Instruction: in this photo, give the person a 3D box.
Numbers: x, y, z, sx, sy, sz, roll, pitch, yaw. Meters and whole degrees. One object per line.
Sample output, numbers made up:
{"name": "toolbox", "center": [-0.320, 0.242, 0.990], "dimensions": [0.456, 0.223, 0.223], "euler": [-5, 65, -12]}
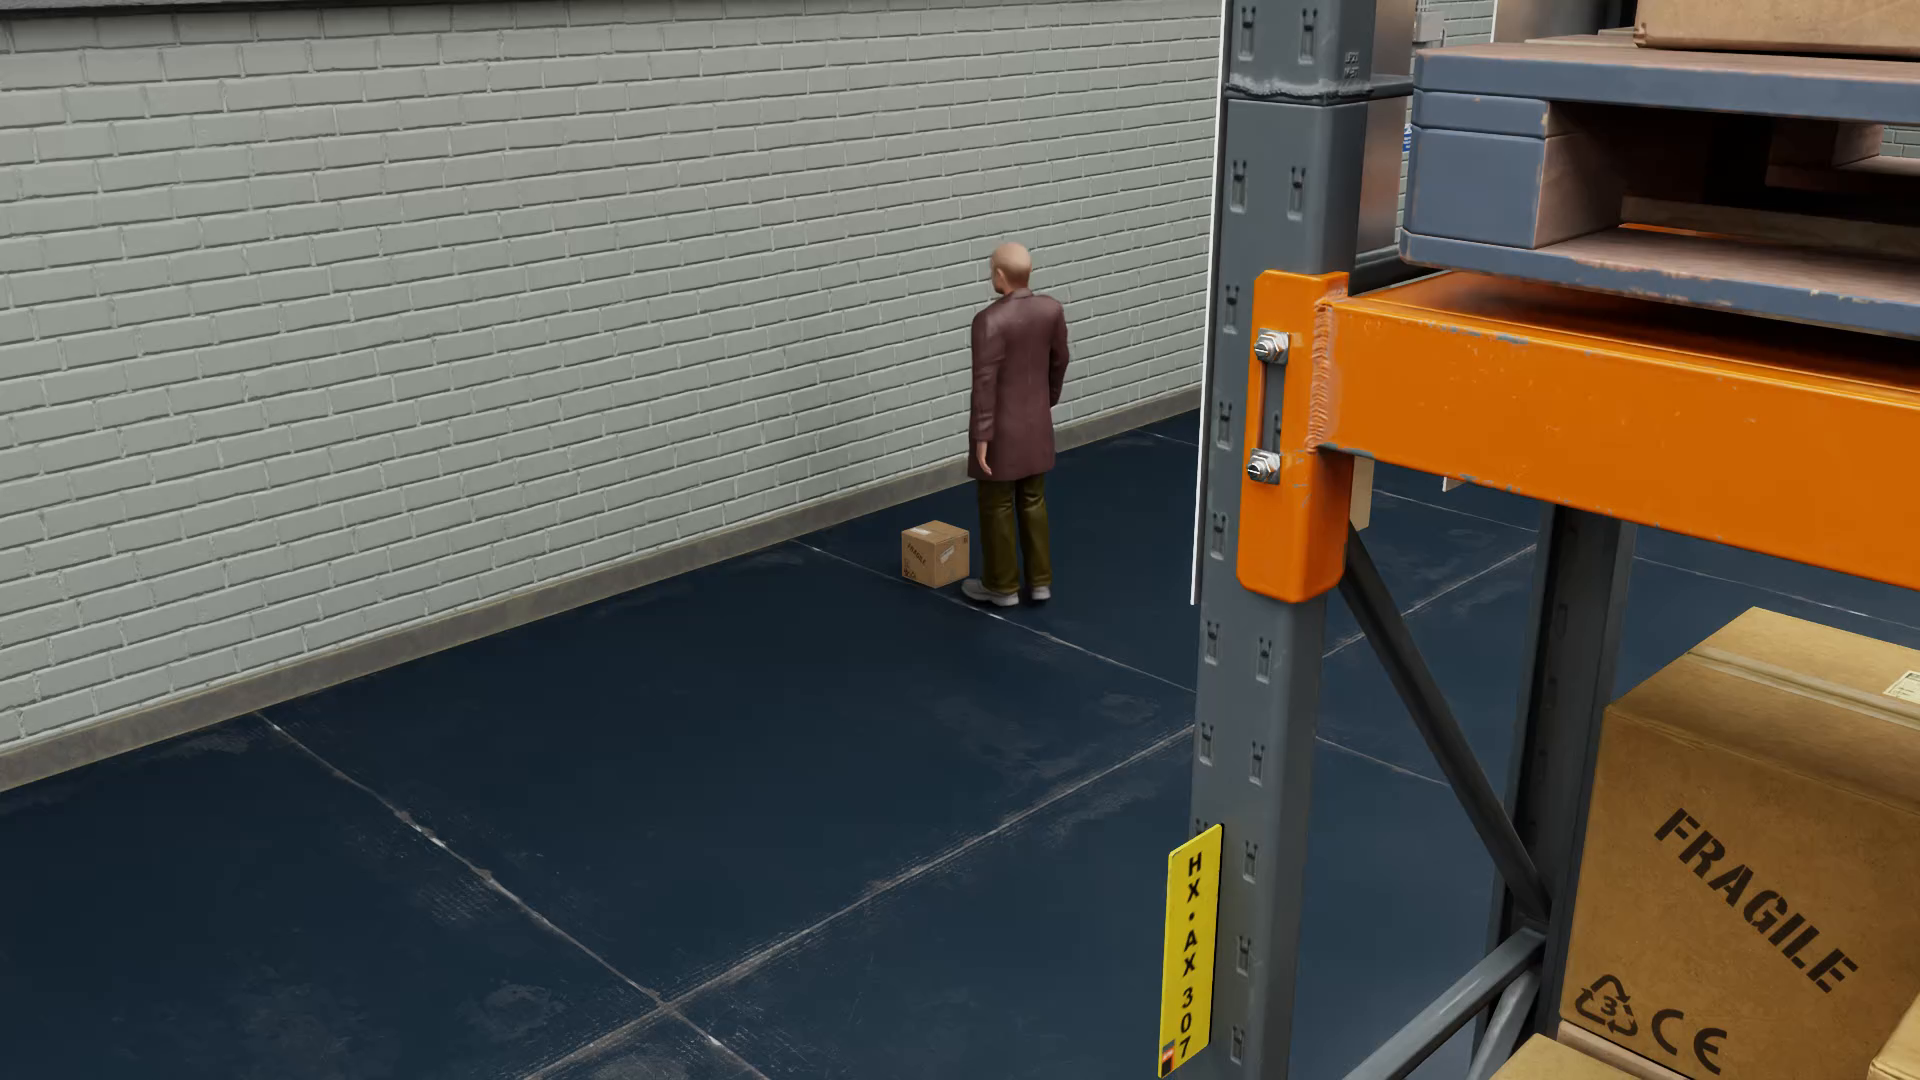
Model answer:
{"name": "person", "center": [0.246, -0.556, 8.030], "dimensions": [0.672, 1.795, 0.441], "euler": [-15, 25, -35]}
